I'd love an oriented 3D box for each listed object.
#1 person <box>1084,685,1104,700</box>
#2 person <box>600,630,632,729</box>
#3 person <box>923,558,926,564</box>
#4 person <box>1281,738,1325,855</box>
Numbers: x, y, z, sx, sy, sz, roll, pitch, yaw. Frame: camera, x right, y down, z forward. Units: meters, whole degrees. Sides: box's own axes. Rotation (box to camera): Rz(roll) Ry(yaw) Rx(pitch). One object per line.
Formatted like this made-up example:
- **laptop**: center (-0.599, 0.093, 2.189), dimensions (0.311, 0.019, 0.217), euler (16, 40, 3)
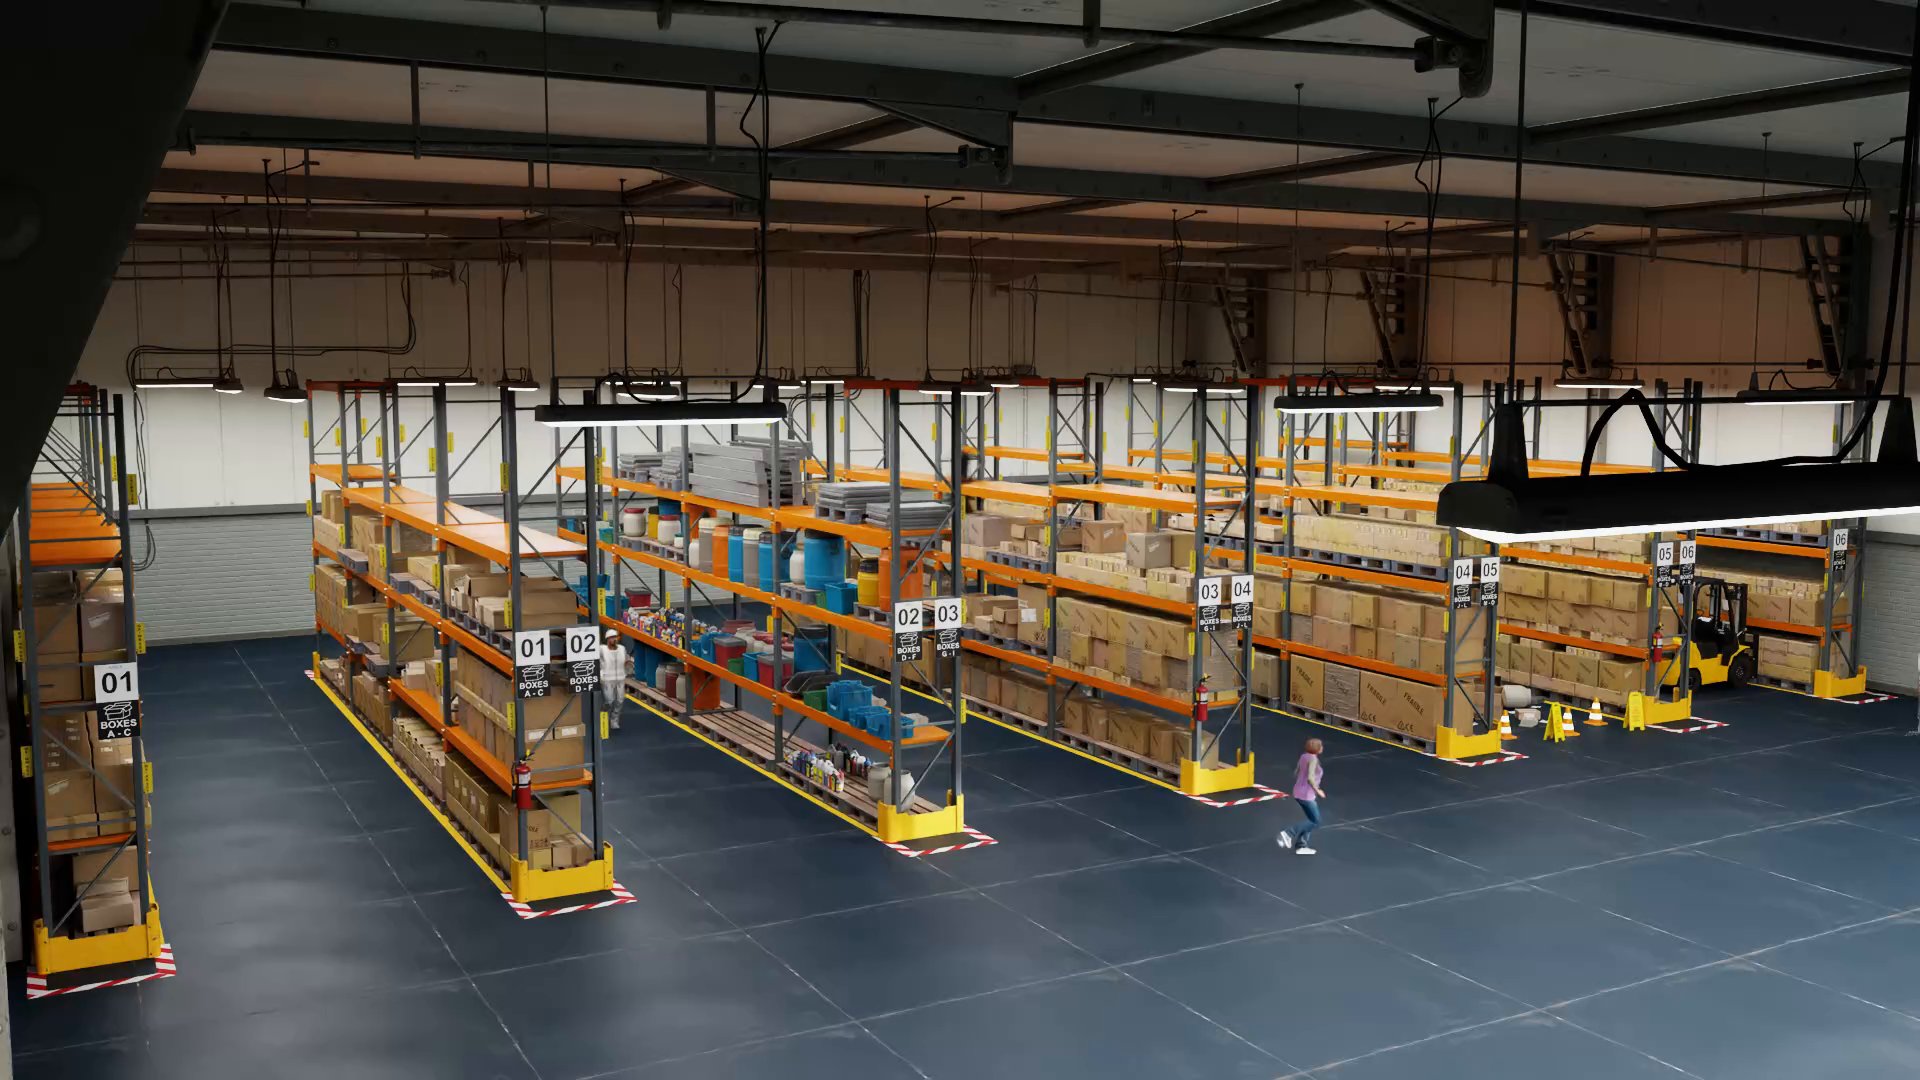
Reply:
- **person**: center (2.647, 2.138, 30.981), dimensions (0.803, 1.732, 0.886), euler (-4, 7, -31)
- **person**: center (-5.971, 2.416, 28.650), dimensions (0.680, 1.739, 0.583), euler (-4, 7, -31)
- **person**: center (-1.185, 1.023, 42.138), dimensions (0.682, 1.768, 0.694), euler (0, 6, -2)
- **person**: center (4.406, 3.305, 21.410), dimensions (0.580, 1.535, 0.540), euler (-1, 6, -6)
